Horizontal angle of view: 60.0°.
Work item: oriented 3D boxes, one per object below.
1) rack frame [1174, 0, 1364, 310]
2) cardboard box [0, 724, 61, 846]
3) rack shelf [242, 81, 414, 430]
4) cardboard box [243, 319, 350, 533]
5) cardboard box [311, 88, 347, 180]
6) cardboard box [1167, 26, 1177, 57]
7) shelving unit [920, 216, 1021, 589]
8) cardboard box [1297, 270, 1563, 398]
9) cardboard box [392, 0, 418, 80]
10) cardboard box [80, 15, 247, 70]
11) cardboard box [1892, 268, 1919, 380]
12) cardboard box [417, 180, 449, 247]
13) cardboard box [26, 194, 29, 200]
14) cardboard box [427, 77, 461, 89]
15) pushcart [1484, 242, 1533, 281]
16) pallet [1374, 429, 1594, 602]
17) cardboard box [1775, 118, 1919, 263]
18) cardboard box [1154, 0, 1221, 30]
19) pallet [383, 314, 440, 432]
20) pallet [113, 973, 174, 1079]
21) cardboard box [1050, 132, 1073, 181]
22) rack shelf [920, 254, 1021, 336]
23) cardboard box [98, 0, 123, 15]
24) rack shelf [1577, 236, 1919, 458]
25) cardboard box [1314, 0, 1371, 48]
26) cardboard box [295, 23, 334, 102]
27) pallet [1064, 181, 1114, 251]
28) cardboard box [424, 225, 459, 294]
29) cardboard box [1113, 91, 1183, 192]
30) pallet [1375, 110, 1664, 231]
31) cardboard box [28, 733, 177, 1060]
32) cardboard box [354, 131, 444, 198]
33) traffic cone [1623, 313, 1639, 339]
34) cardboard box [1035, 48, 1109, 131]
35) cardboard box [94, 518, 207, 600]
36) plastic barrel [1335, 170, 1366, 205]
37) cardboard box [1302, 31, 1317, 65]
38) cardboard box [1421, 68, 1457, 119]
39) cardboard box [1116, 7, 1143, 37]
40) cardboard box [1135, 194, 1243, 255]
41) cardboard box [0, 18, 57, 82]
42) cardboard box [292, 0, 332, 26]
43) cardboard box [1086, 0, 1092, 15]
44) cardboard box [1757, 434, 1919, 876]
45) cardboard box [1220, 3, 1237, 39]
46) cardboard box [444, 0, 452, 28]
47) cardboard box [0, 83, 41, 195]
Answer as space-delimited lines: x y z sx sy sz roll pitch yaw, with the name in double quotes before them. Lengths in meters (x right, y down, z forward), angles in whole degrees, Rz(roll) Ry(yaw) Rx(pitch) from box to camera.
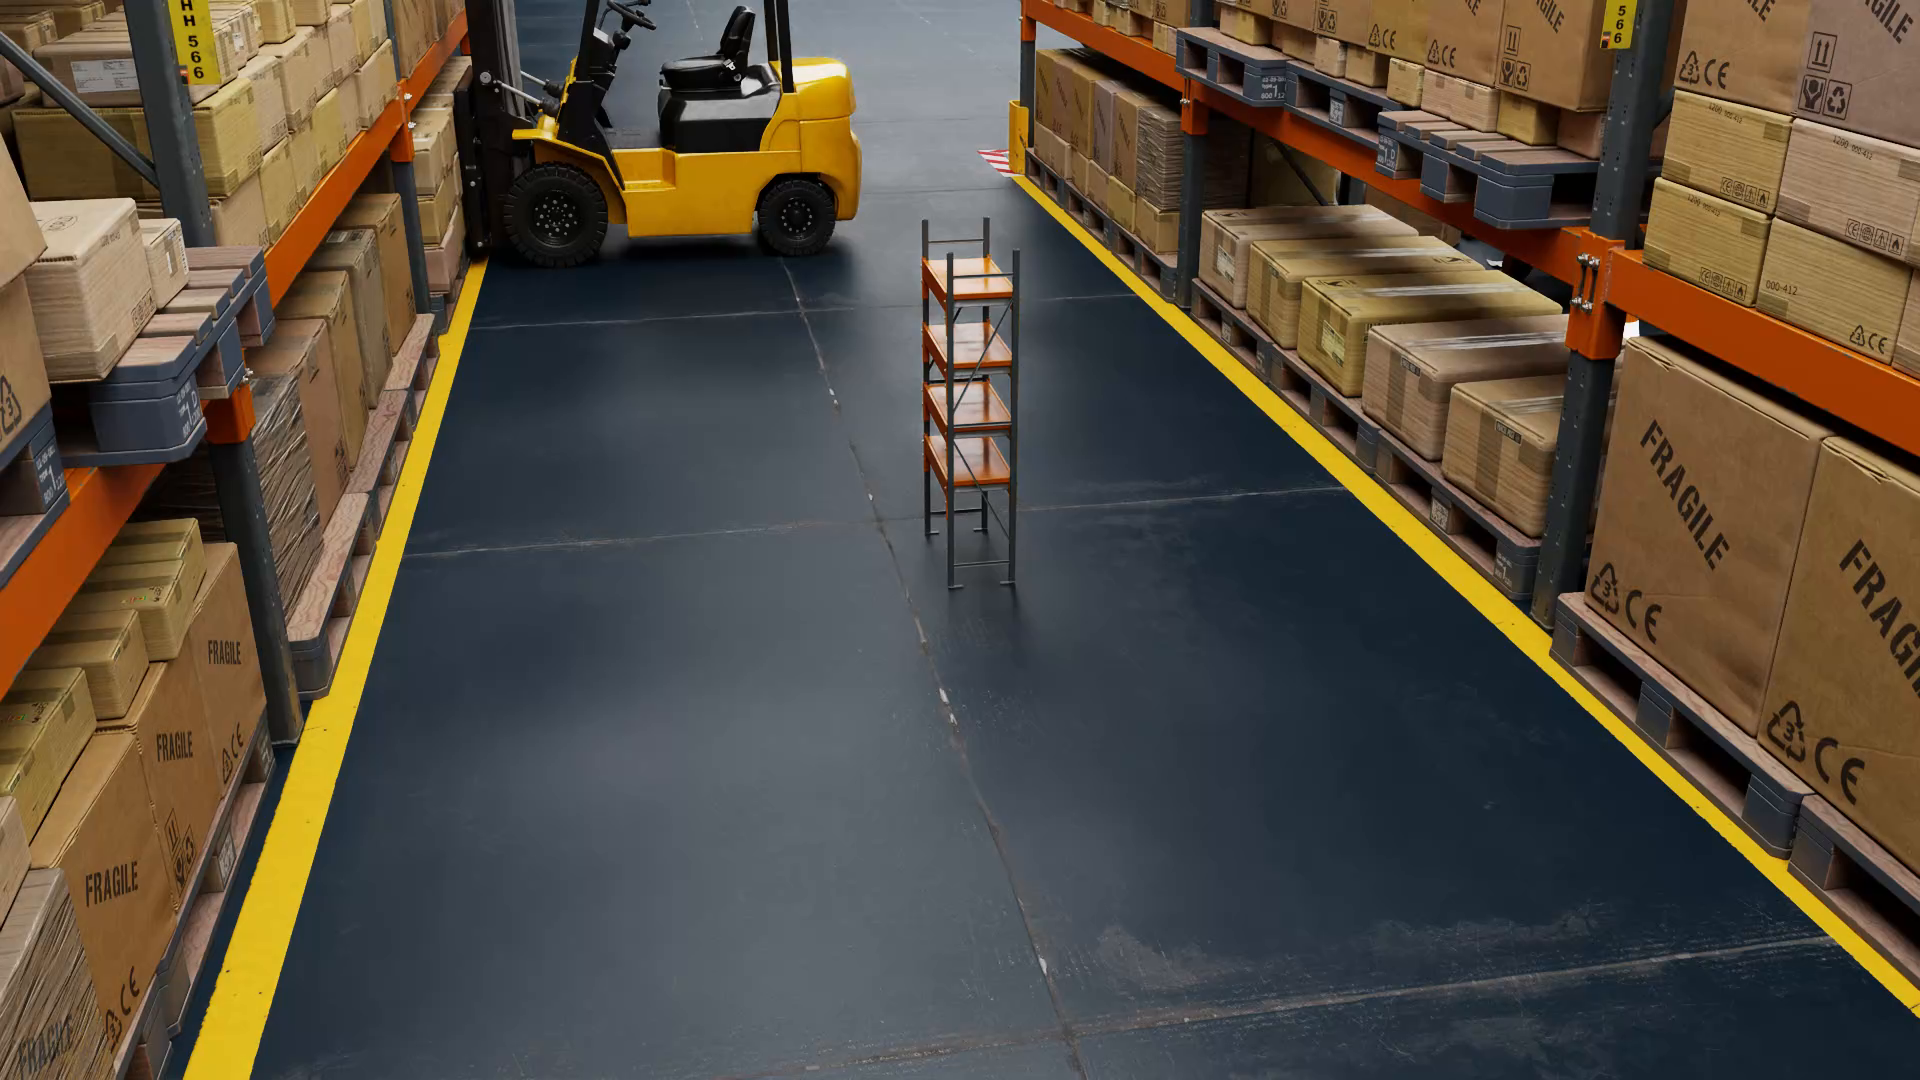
"rack frame" 1.697 -2.699 8.682 1.000 3.000 0.127 -4 24 -10
"cardboard box" -1.964 0.492 3.164 0.380 0.149 0.250 -5 24 -11
"rack shelf" -2.811 -1.214 6.180 1.077 0.370 4.000 -4 24 -10
"cardboard box" -2.672 -0.364 5.777 0.875 0.625 0.625 -4 24 -8
"cardboard box" -2.567 -1.485 6.090 0.500 0.250 0.500 -4 24 -8
"cardboard box" 1.338 -2.688 8.970 0.380 0.149 0.250 -5 24 -10
"shelving unit" 0.031 -0.485 5.861 0.258 1.200 0.503 -4 24 -10
"cardboard box" 2.063 -0.925 7.379 0.950 0.372 0.625 -4 24 -8
"cardboard box" -3.006 -2.570 8.261 0.500 0.500 0.500 -5 24 -11
"cardboard box" -2.334 -1.451 4.889 0.380 0.149 0.250 -4 24 -8
"cardboard box" 2.483 -0.438 3.693 0.500 0.250 0.500 -4 24 -8
"cardboard box" -2.967 -1.705 8.692 0.500 0.250 0.500 -4 24 -10
"cardboard box" -2.776 -0.846 4.626 0.500 0.250 0.500 -5 24 -11
"cardboard box" -3.325 -2.738 10.433 0.500 0.250 0.500 -4 24 -9
"pushcart" 3.928 -1.686 9.638 1.648 0.377 0.936 -13 27 -28
"pallet" 2.293 -0.155 6.342 1.003 0.211 1.213 -4 24 -10
"cardboard box" 2.382 -0.865 4.046 0.500 0.250 0.500 -4 24 -8
"cardboard box" 1.370 -3.037 8.960 0.500 0.500 0.500 -5 24 -11
"pallet" -3.006 -0.765 7.739 1.003 0.211 1.213 -4 24 -10
"pallet" -2.118 1.296 3.018 1.003 0.211 1.213 -4 24 -10
"cardboard box" 0.921 -2.666 11.516 0.500 0.250 0.500 -3 24 -8
"rack shelf" 0.031 -0.845 5.703 0.258 0.148 0.480 -4 24 -10
"cardboard box" -3.003 -1.815 5.723 0.380 0.149 0.250 -4 24 -8
"rack shelf" 2.806 -0.009 3.422 1.077 0.370 4.000 -4 24 -10
"cardboard box" 1.778 -2.274 6.688 0.500 0.500 0.500 -5 24 -12
"cardboard box" -2.573 -1.713 5.987 0.500 0.250 0.500 -4 24 -9
"pallet" 1.309 -2.163 10.940 1.003 0.211 1.213 -4 24 -10
"cardboard box" -2.945 -1.477 8.795 0.500 0.250 0.500 -4 24 -9
"cardboard box" 1.228 -2.388 9.943 0.500 0.500 0.500 -4 24 -9
"pallet" 2.200 -1.310 5.742 1.213 0.211 1.003 -4 24 -10
"cardboard box" -1.970 0.750 3.383 0.500 0.500 0.500 -3 24 -7
"cardboard box" -2.962 -1.934 8.592 0.500 0.250 0.500 -5 24 -11
"traffic cone" 3.302 -1.152 8.310 0.336 0.463 0.334 -4 24 -10
"cardboard box" 0.839 -3.201 11.806 0.500 0.500 0.500 -5 24 -12
"cardboard box" -2.101 0.075 4.120 0.380 0.149 0.250 -5 24 -12
"plastic barrel" 2.827 -2.391 11.196 0.512 0.421 0.421 13 27 27
"cardboard box" 1.704 -2.129 7.166 0.380 0.149 0.250 -4 24 -9
"cardboard box" 1.894 -1.610 5.978 0.380 0.149 0.250 -5 24 -12
"cardboard box" 1.147 -3.087 9.885 0.380 0.149 0.250 -5 24 -11
"cardboard box" 1.323 -1.844 9.635 0.500 0.250 0.500 -3 24 -7
"cardboard box" -2.846 -1.414 4.804 0.380 0.149 0.250 -4 24 -10
"cardboard box" -2.509 -1.956 6.046 0.380 0.149 0.250 -5 24 -11
"cardboard box" 1.037 -3.498 10.824 0.380 0.149 0.250 -3 24 -8
"cardboard box" 2.643 0.285 3.981 0.875 0.875 0.875 -4 24 -9
"cardboard box" 1.488 -2.535 8.097 0.380 0.149 0.250 -4 24 -9
"cardboard box" -3.389 -3.369 10.091 0.500 0.500 0.500 -5 24 -11
"cardboard box" -2.797 -1.073 4.522 0.500 0.250 0.500 -4 24 -9
